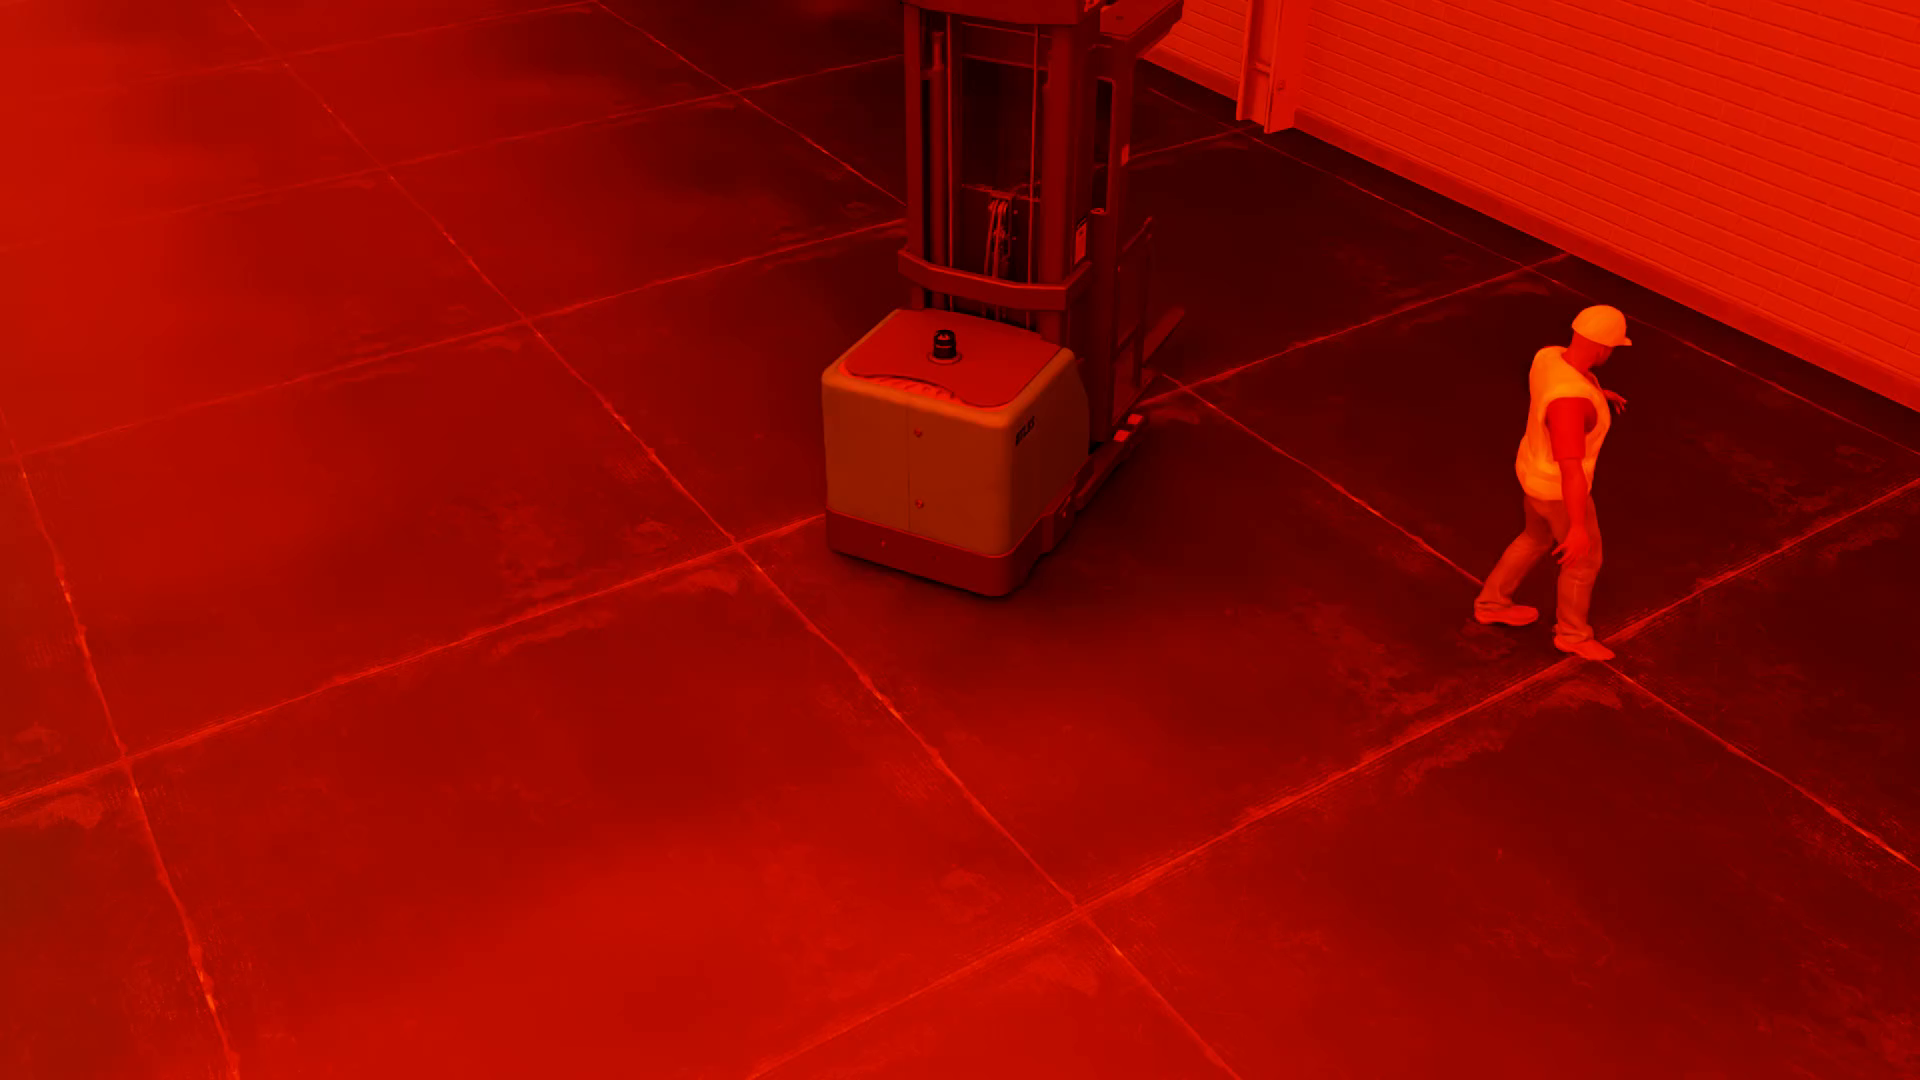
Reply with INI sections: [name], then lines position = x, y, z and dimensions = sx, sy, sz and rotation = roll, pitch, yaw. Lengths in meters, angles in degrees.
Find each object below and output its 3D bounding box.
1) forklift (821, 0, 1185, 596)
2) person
[forklift]
position = 0.425, -1.755, 8.645
dimensions = 1.130, 2.935, 3.031
rotation = 16, 38, 21
[person]
position = 2.820, -0.242, 7.565
dimensions = 0.658, 1.780, 1.048
rotation = 4, 35, 6
